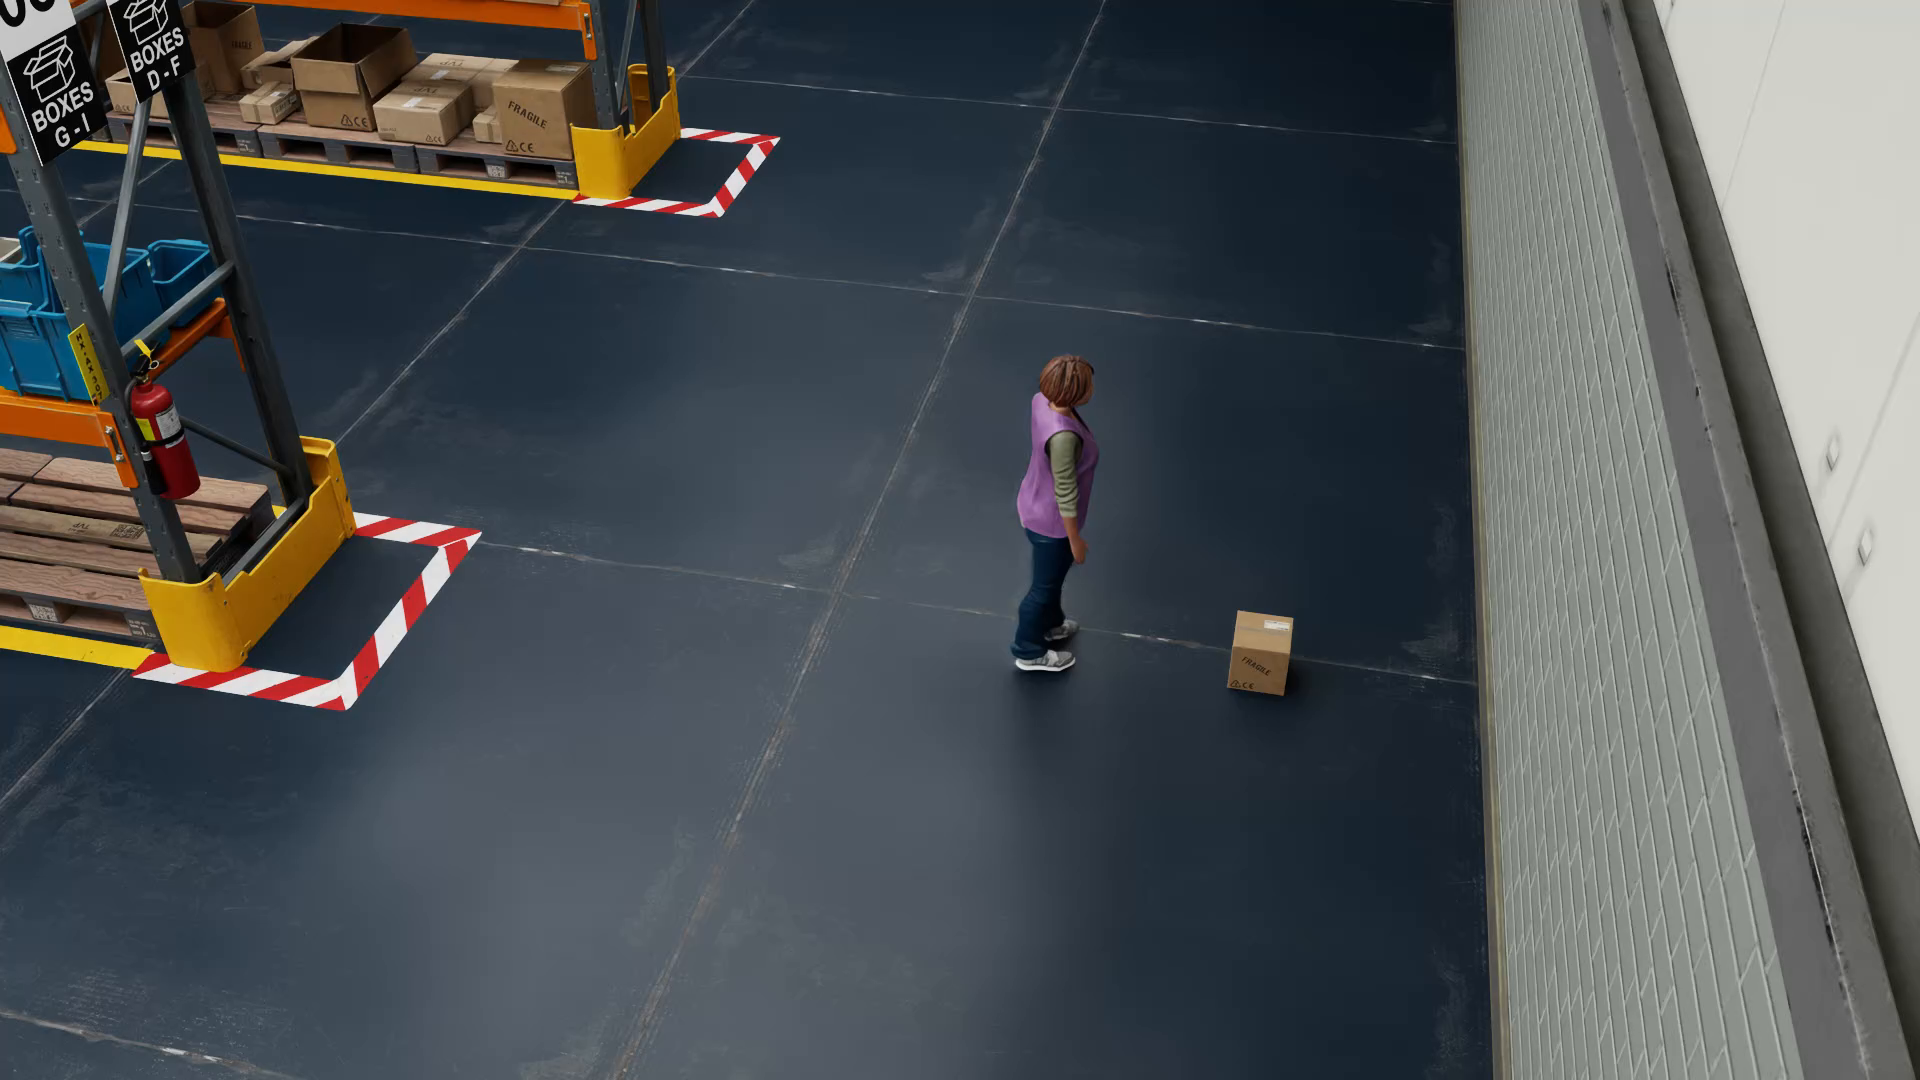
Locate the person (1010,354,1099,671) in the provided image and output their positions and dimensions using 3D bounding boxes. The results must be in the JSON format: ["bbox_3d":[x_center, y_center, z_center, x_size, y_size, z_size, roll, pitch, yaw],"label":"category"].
[{"bbox_3d":[0.398,-0.053,7.133,0.365,1.539,0.477,-4,37,-5],"label":"person"}]
